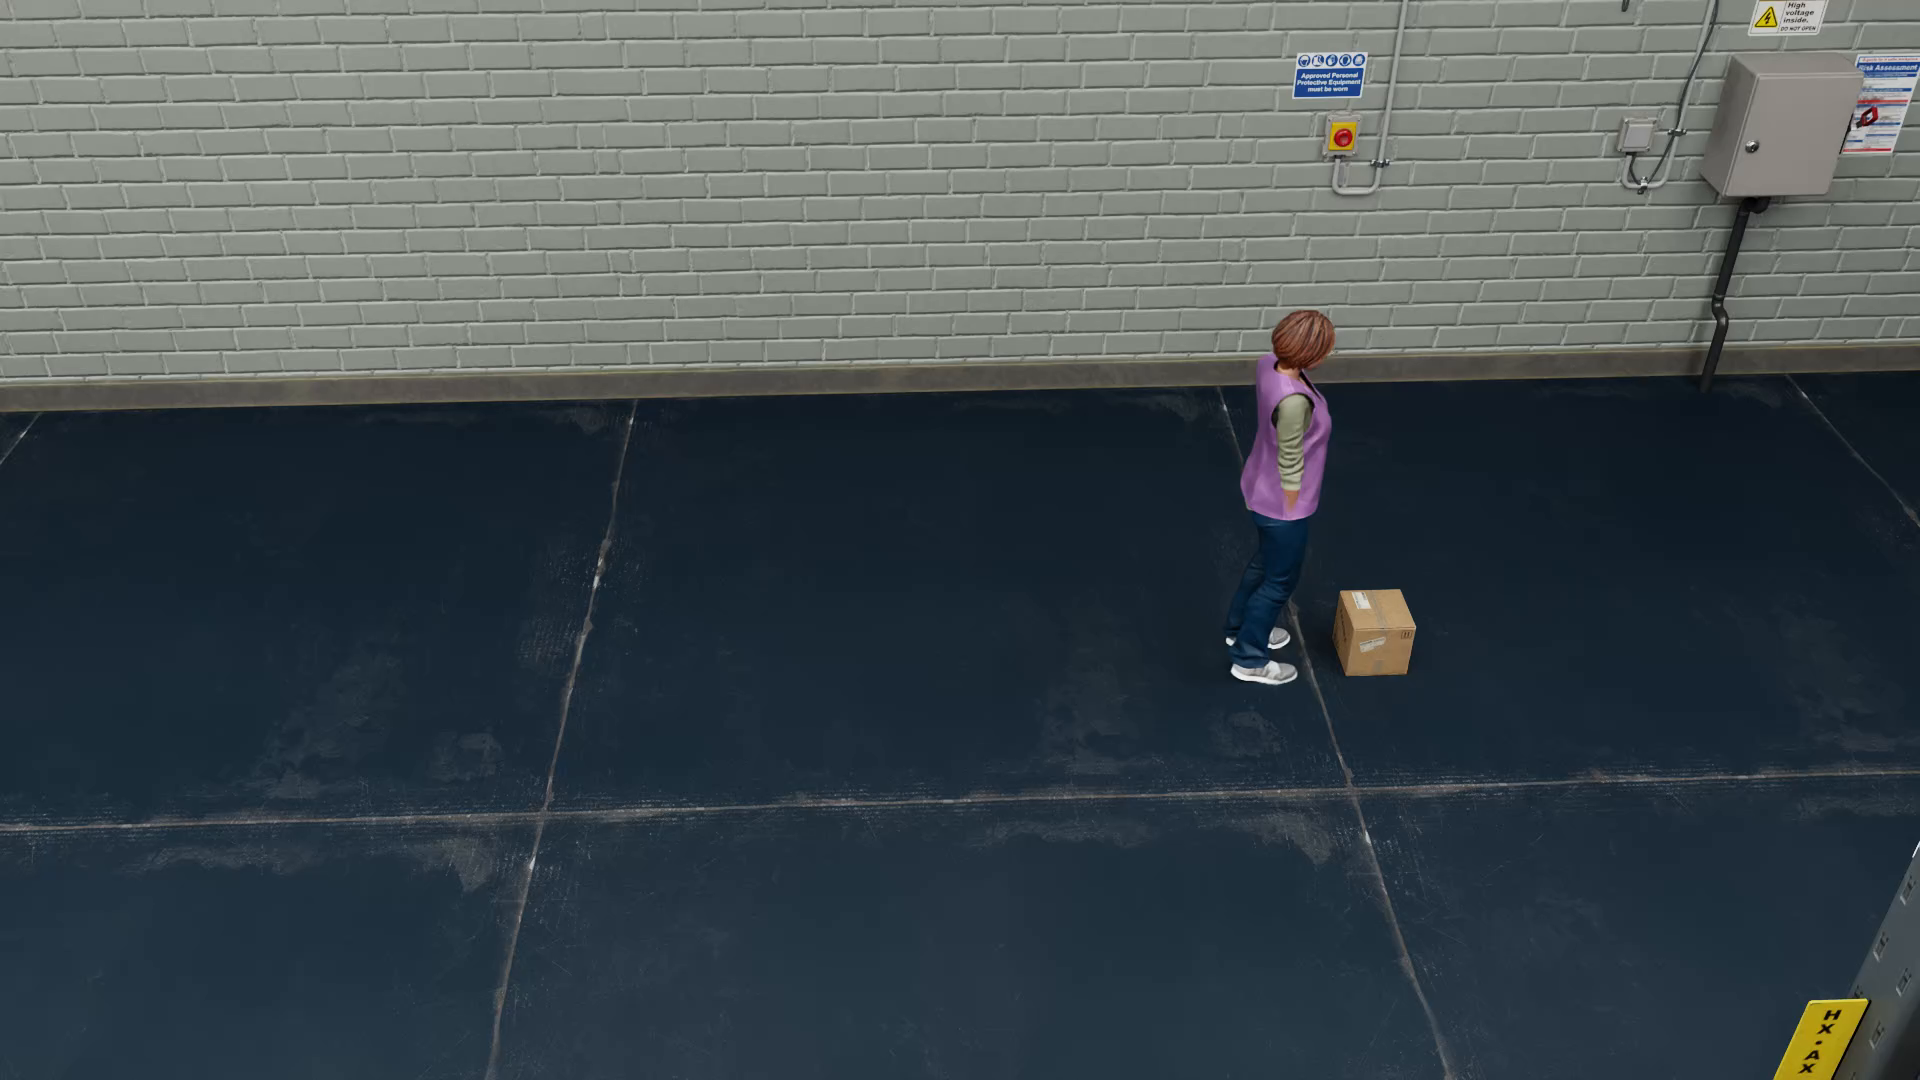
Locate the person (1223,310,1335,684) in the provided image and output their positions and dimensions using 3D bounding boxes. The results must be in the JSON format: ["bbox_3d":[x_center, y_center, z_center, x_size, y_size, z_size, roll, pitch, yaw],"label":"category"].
[{"bbox_3d":[1.226,-0.159,6.402,0.299,1.587,0.407,-1,36,-1],"label":"person"}]
